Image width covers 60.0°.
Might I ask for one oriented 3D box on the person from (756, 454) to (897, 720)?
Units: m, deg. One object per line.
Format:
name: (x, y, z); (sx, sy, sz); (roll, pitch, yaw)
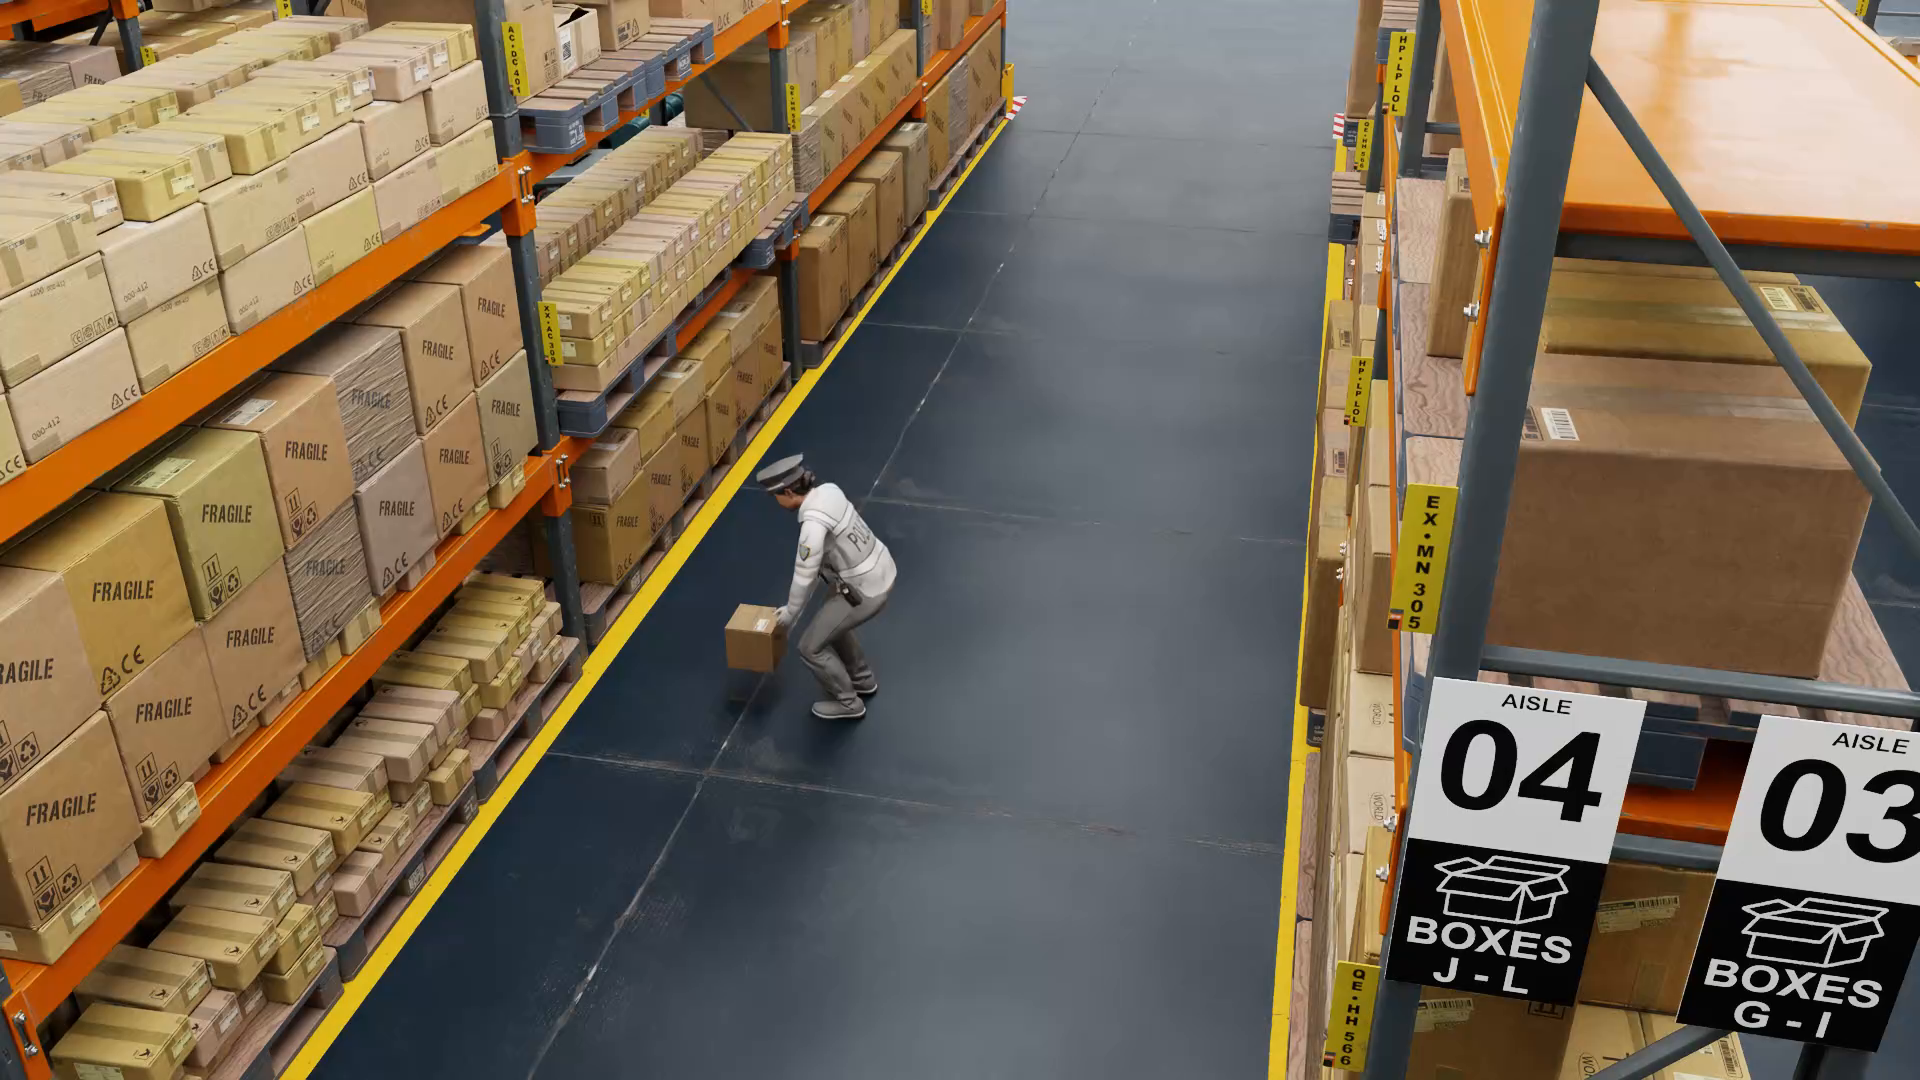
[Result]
person: (-0.669, 0.244, 8.423); (0.673, 1.430, 0.534); (6, 30, 11)
